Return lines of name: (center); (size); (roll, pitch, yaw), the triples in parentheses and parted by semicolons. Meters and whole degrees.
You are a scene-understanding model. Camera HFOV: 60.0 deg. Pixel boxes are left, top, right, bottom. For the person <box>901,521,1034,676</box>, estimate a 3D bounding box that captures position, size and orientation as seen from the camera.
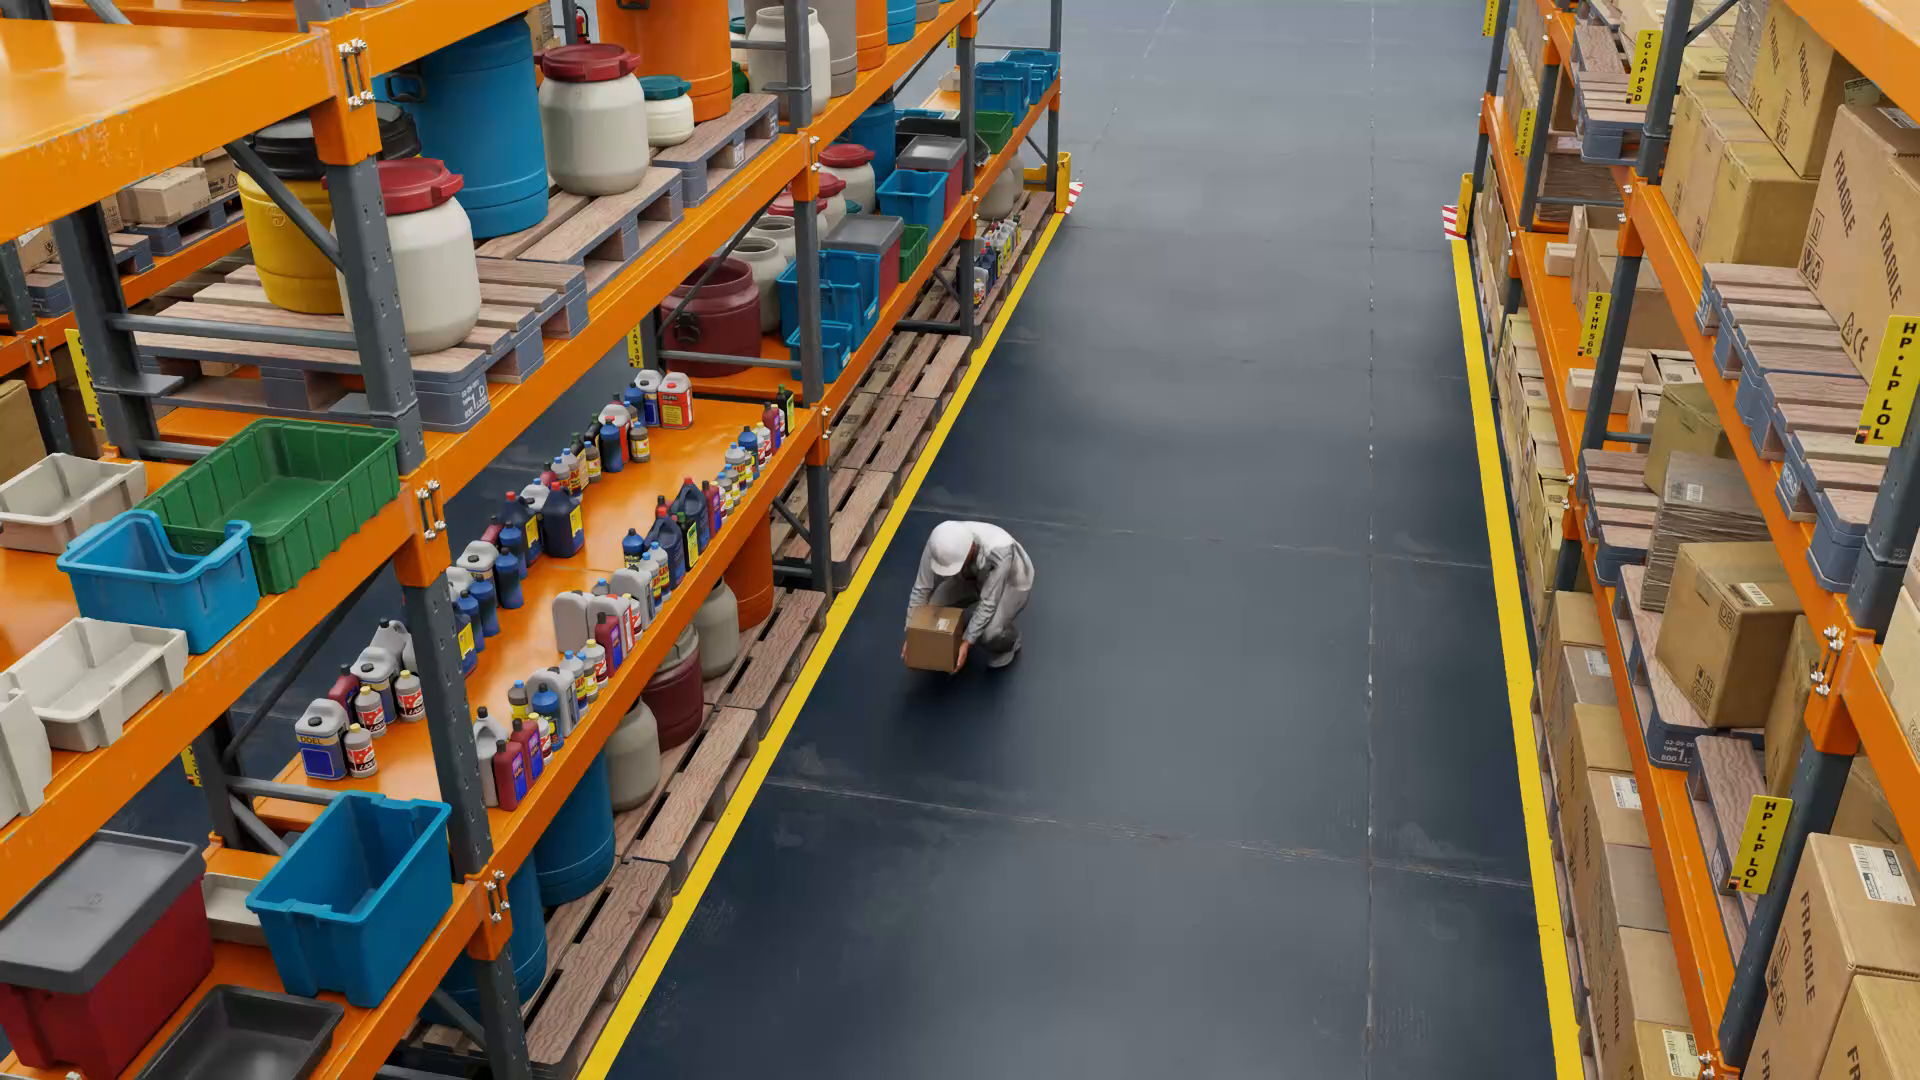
person: (0.050, 0.243, 8.962); (0.533, 1.005, 0.914); (18, 33, 29)
